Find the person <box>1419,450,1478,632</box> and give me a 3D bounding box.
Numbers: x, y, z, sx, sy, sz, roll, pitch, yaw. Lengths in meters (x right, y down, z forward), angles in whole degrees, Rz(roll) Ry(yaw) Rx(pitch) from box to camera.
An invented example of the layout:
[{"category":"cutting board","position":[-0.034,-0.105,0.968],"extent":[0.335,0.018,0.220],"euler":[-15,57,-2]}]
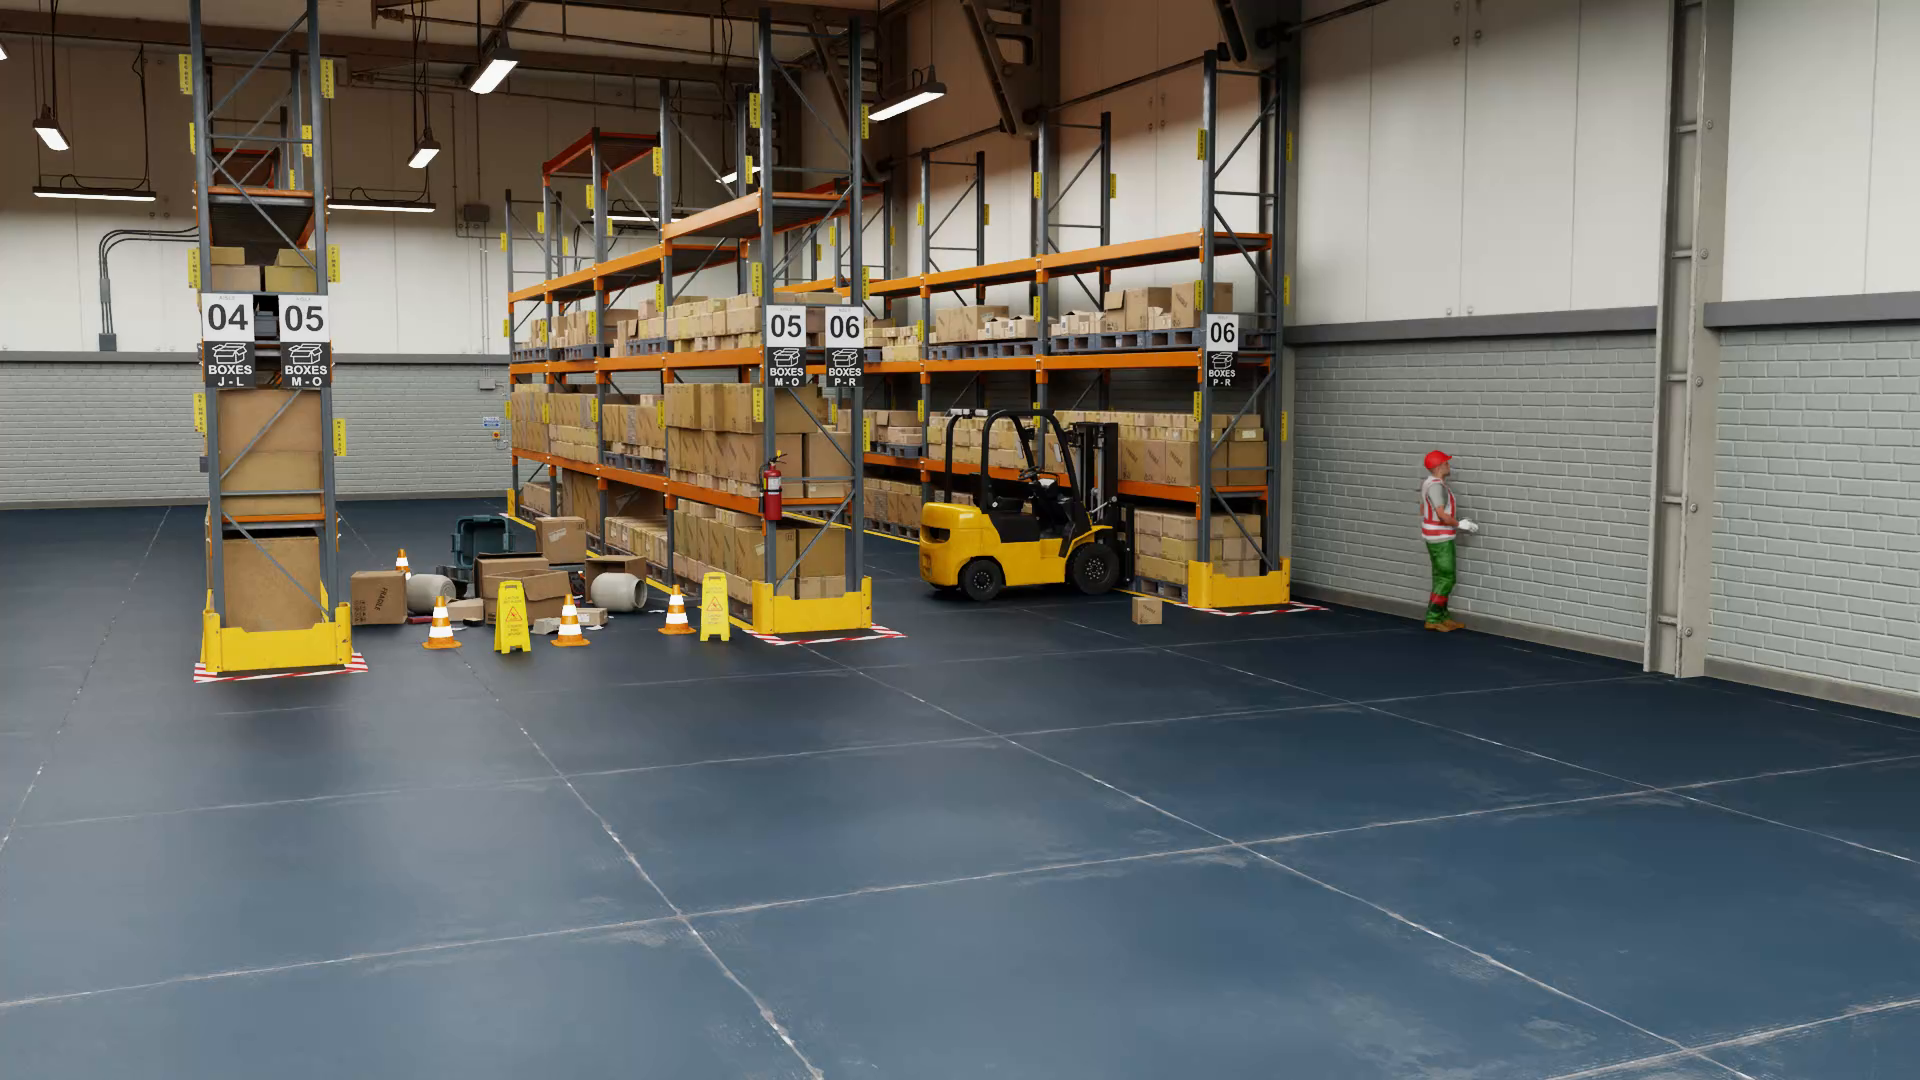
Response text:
[{"category":"person","position":[4.841,0.007,16.485],"extent":[0.509,1.786,0.655],"euler":[1,5,6]}]
